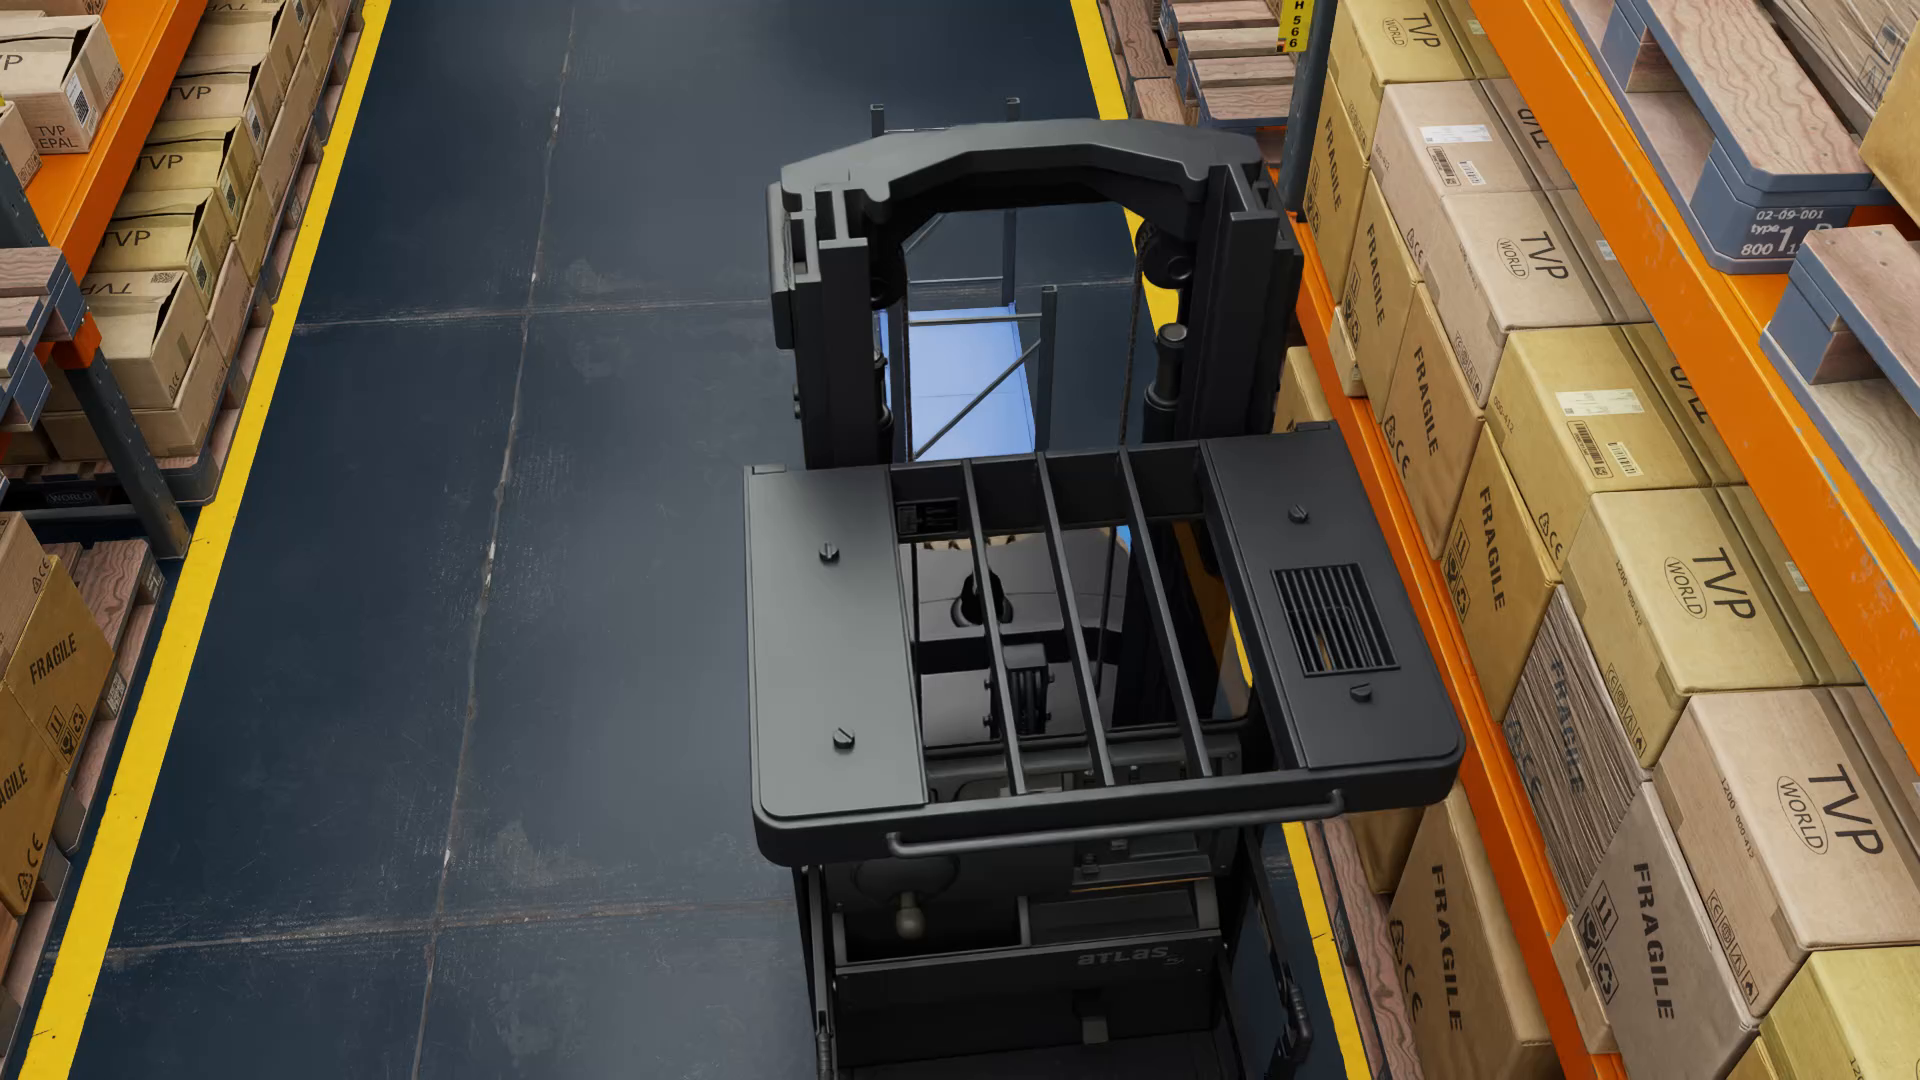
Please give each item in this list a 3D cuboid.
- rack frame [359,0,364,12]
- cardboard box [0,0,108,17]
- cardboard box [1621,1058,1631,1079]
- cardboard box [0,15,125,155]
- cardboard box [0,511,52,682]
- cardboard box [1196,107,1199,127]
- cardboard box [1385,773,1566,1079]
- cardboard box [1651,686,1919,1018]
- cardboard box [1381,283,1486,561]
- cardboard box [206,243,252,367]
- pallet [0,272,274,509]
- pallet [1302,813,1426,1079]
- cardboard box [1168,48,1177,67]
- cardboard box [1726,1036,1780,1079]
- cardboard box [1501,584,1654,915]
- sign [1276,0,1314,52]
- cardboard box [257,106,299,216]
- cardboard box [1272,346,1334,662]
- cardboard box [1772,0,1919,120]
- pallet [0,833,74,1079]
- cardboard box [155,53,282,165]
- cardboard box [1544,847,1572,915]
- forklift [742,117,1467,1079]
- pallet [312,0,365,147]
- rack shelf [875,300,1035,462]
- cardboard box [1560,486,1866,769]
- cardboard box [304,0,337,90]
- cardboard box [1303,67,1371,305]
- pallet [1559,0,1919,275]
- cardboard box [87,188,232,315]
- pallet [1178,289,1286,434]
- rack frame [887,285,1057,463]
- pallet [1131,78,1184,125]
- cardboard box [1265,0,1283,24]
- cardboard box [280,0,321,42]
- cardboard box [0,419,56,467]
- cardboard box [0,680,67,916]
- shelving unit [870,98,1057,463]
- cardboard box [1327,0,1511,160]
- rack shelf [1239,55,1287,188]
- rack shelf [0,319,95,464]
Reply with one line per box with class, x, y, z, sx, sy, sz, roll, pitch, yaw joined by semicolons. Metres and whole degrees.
rack frame;-3.717;-3.863;7.843;1.000;3.000;0.127;-3;47;-3
cardboard box;-3.539;-2.217;6.215;0.500;0.500;0.500;-6;47;-5
cardboard box;1.557;1.102;3.300;0.380;0.149;0.250;-2;47;-2
cardboard box;-3.264;-1.597;5.758;0.500;0.311;0.500;-4;47;-4
cardboard box;-3.061;0.184;4.912;0.500;0.250;0.500;-2;47;-2
cardboard box;1.445;-1.820;7.326;0.700;0.500;0.500;-4;47;-4
cardboard box;1.627;1.111;4.324;0.750;0.750;0.750;-2;47;-2
cardboard box;1.561;0.527;2.881;0.500;0.250;0.500;-3;47;-2
cardboard box;1.415;-0.311;4.191;0.500;0.500;0.500;-4;47;-3
cardboard box;-3.176;-0.929;6.668;0.500;0.250;0.500;-5;47;-4
pallet;-3.412;-0.608;6.681;1.003;0.211;1.213;-3;47;-3
pallet;1.644;1.141;5.024;1.003;0.211;1.213;-3;47;-3
cardboard box;1.390;-2.556;8.024;0.700;0.500;0.500;-4;47;-4
cardboard box;1.599;1.159;2.799;0.500;0.500;0.500;-4;47;-4
cardboard box;1.513;0.426;3.493;0.500;0.500;0.500;-3;47;-3
sign;1.014;-1.604;4.960;0.100;0.325;0.005;-3;47;-3
cardboard box;-3.268;-1.675;7.375;0.500;0.250;0.500;-3;47;-2
cardboard box;1.485;-0.138;5.506;0.750;0.750;0.750;-4;47;-4
cardboard box;1.835;-1.005;2.698;0.700;0.500;0.500;-4;47;-3
pallet;-3.258;1.413;4.767;1.003;0.211;1.213;-3;47;-3
cardboard box;-3.270;-1.878;7.181;0.500;0.311;0.500;-4;47;-4
cardboard box;1.522;0.733;3.649;0.380;0.149;0.250;-3;47;-3
forklift;0.186;0.752;3.519;1.130;2.935;3.031;-5;47;-4
pallet;-3.616;-2.374;8.353;1.003;0.211;1.213;-3;47;-3
rack shelf;-0.007;-0.454;5.895;0.538;0.185;1.000;-3;47;-3
cardboard box;1.519;0.158;3.231;0.500;0.250;0.500;-3;47;-3
cardboard box;-3.353;-2.414;8.075;0.500;0.250;0.500;-4;47;-4
cardboard box;1.339;-1.050;4.891;0.500;0.500;0.500;-2;47;-2
pallet;1.757;-0.968;3.165;1.003;0.211;1.213;-2;47;-1
cardboard box;-3.186;-1.137;6.479;0.500;0.311;0.500;-5;47;-4
pallet;1.490;-0.880;6.938;1.003;0.211;1.213;-3;47;-3
rack frame;0.035;-0.210;5.416;0.500;1.500;0.032;-3;47;-3
pallet;1.391;-1.760;7.772;1.003;0.211;1.213;-3;47;-3
cardboard box;1.431;-2.201;5.897;0.700;0.500;0.500;-7;47;-7
cardboard box;-3.348;-2.603;7.868;0.500;0.311;0.500;-2;47;-2
cardboard box;-3.669;-0.534;6.294;0.500;0.250;0.500;-2;47;-2
cardboard box;-3.027;0.776;4.868;0.500;0.500;0.500;-5;47;-5
shelving unit;-0.007;-0.577;5.764;0.538;1.500;1.048;-3;47;-3
cardboard box;1.337;-1.309;4.620;0.500;0.250;0.500;-2;47;-2
rack shelf;1.386;-2.473;7.021;1.077;0.370;4.000;-3;47;-3
rack shelf;-3.215;0.725;3.993;1.077;0.370;4.000;-3;47;-3
